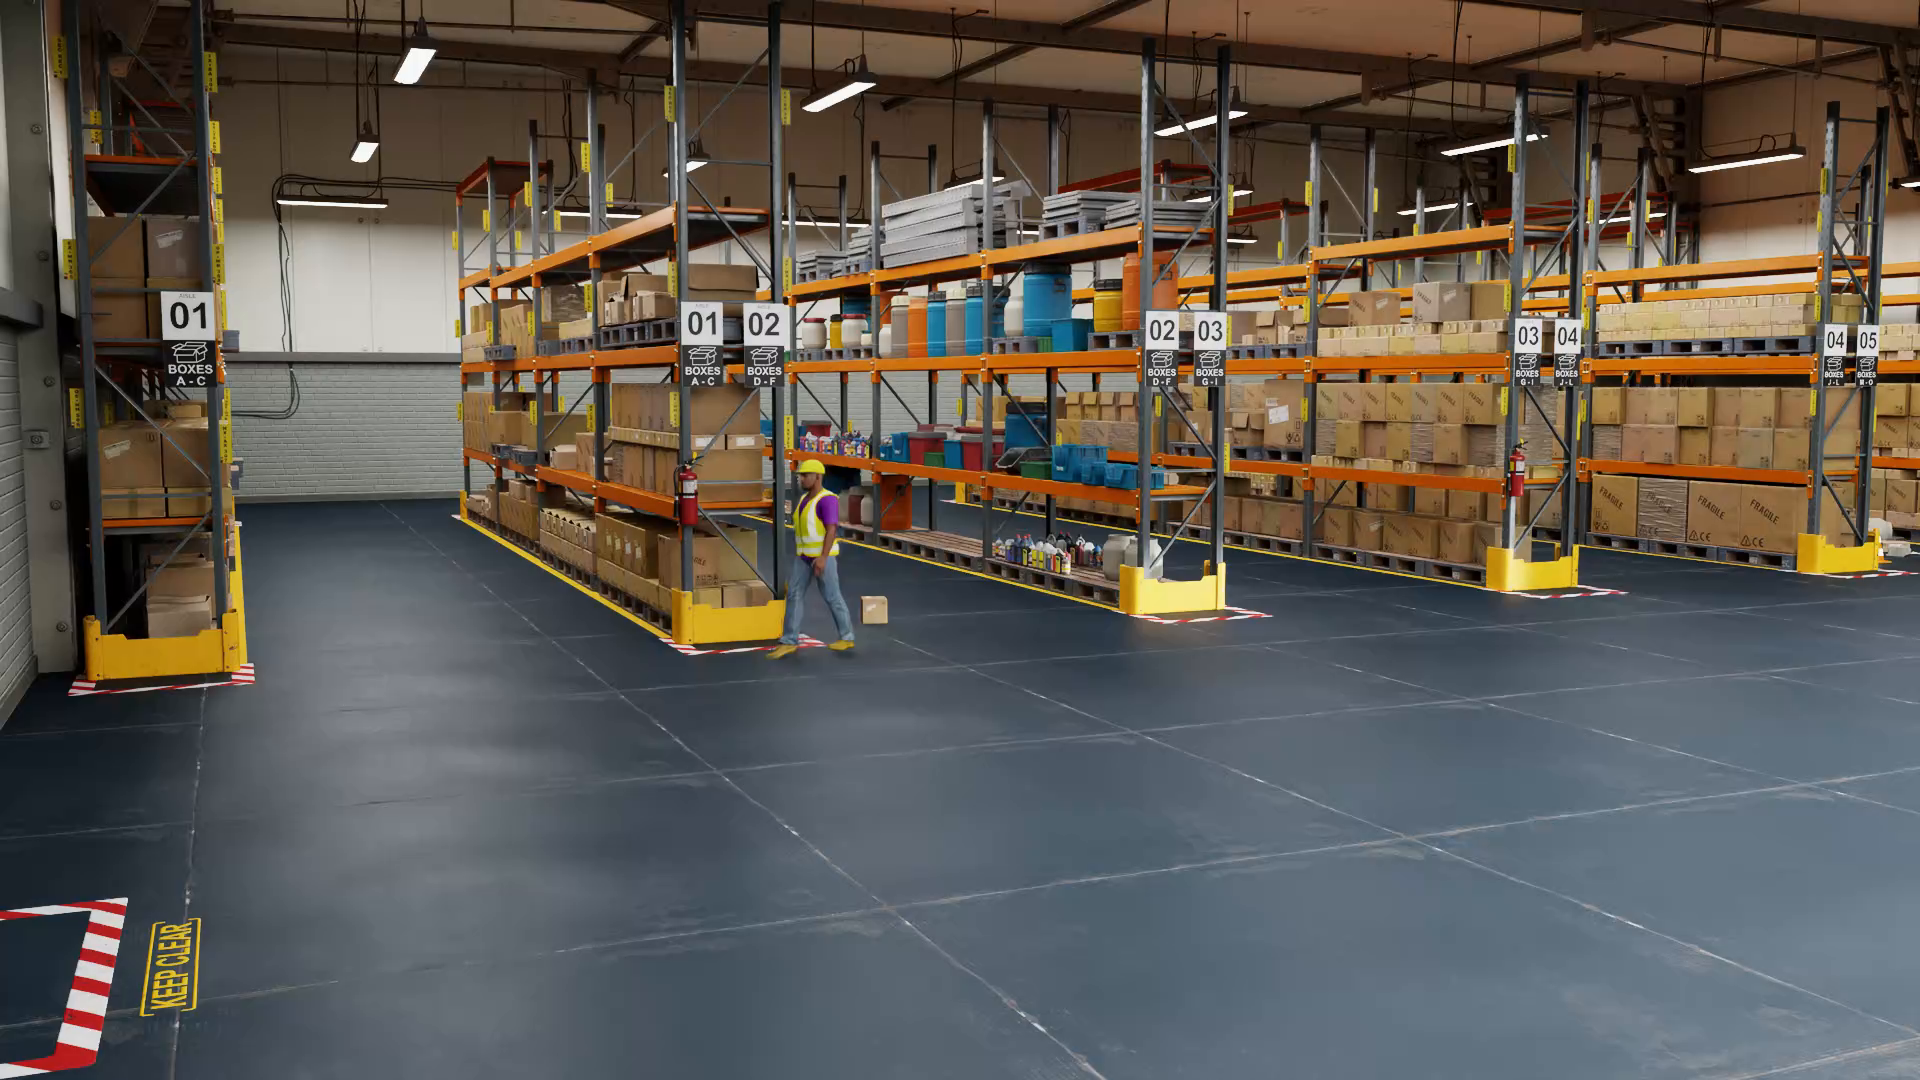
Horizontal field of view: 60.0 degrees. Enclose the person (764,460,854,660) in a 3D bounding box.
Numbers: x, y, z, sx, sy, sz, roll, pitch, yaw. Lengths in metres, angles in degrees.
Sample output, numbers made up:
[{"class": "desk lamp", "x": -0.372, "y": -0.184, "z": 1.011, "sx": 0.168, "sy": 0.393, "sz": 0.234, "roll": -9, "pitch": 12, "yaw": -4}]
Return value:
[{"class": "person", "x": -1.350, "y": 0.169, "z": 14.884, "sx": 0.869, "sy": 1.767, "sz": 0.656, "roll": -4, "pitch": 7, "yaw": -39}]
